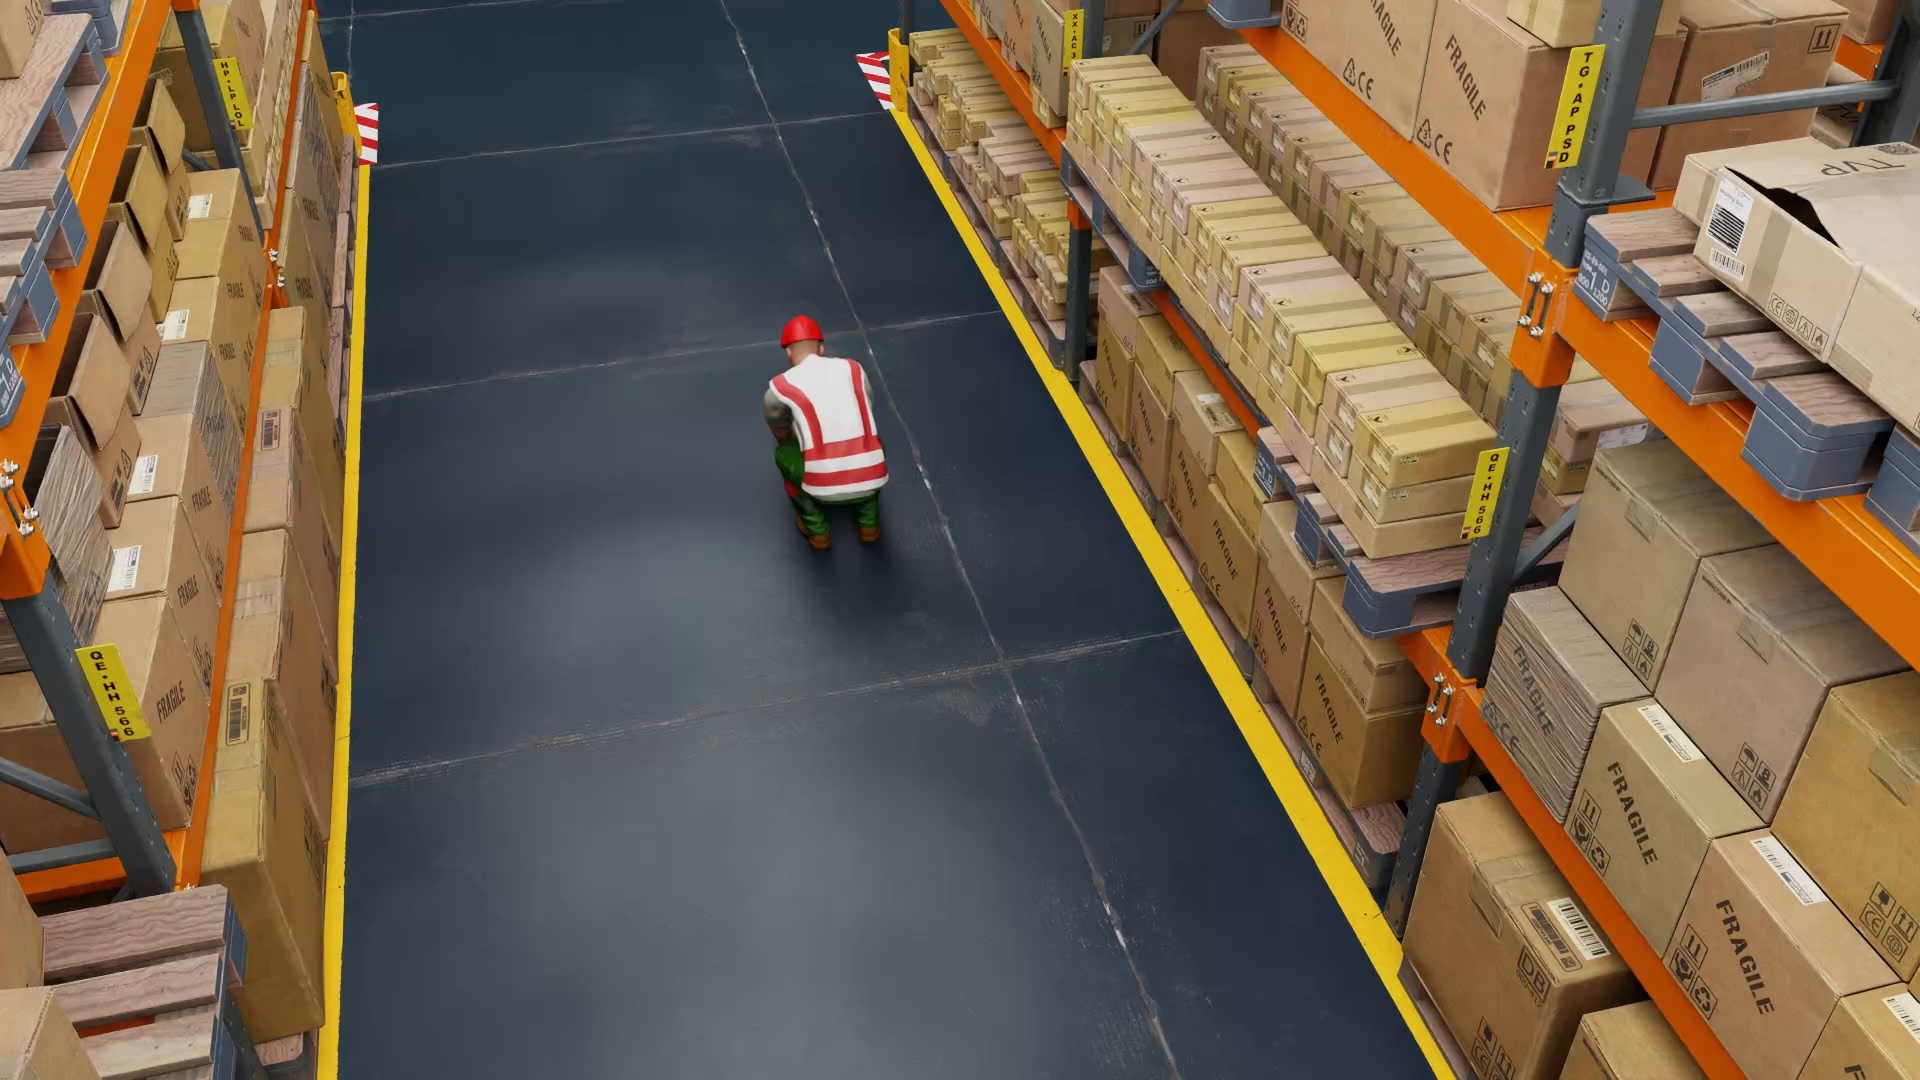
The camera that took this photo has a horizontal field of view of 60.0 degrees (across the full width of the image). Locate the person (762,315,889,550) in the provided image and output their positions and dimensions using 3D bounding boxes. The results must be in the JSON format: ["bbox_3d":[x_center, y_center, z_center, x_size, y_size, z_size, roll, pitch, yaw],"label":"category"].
[{"bbox_3d":[-0.646,-0.513,8.012,0.570,0.992,0.869,-9,39,-12],"label":"person"}]
